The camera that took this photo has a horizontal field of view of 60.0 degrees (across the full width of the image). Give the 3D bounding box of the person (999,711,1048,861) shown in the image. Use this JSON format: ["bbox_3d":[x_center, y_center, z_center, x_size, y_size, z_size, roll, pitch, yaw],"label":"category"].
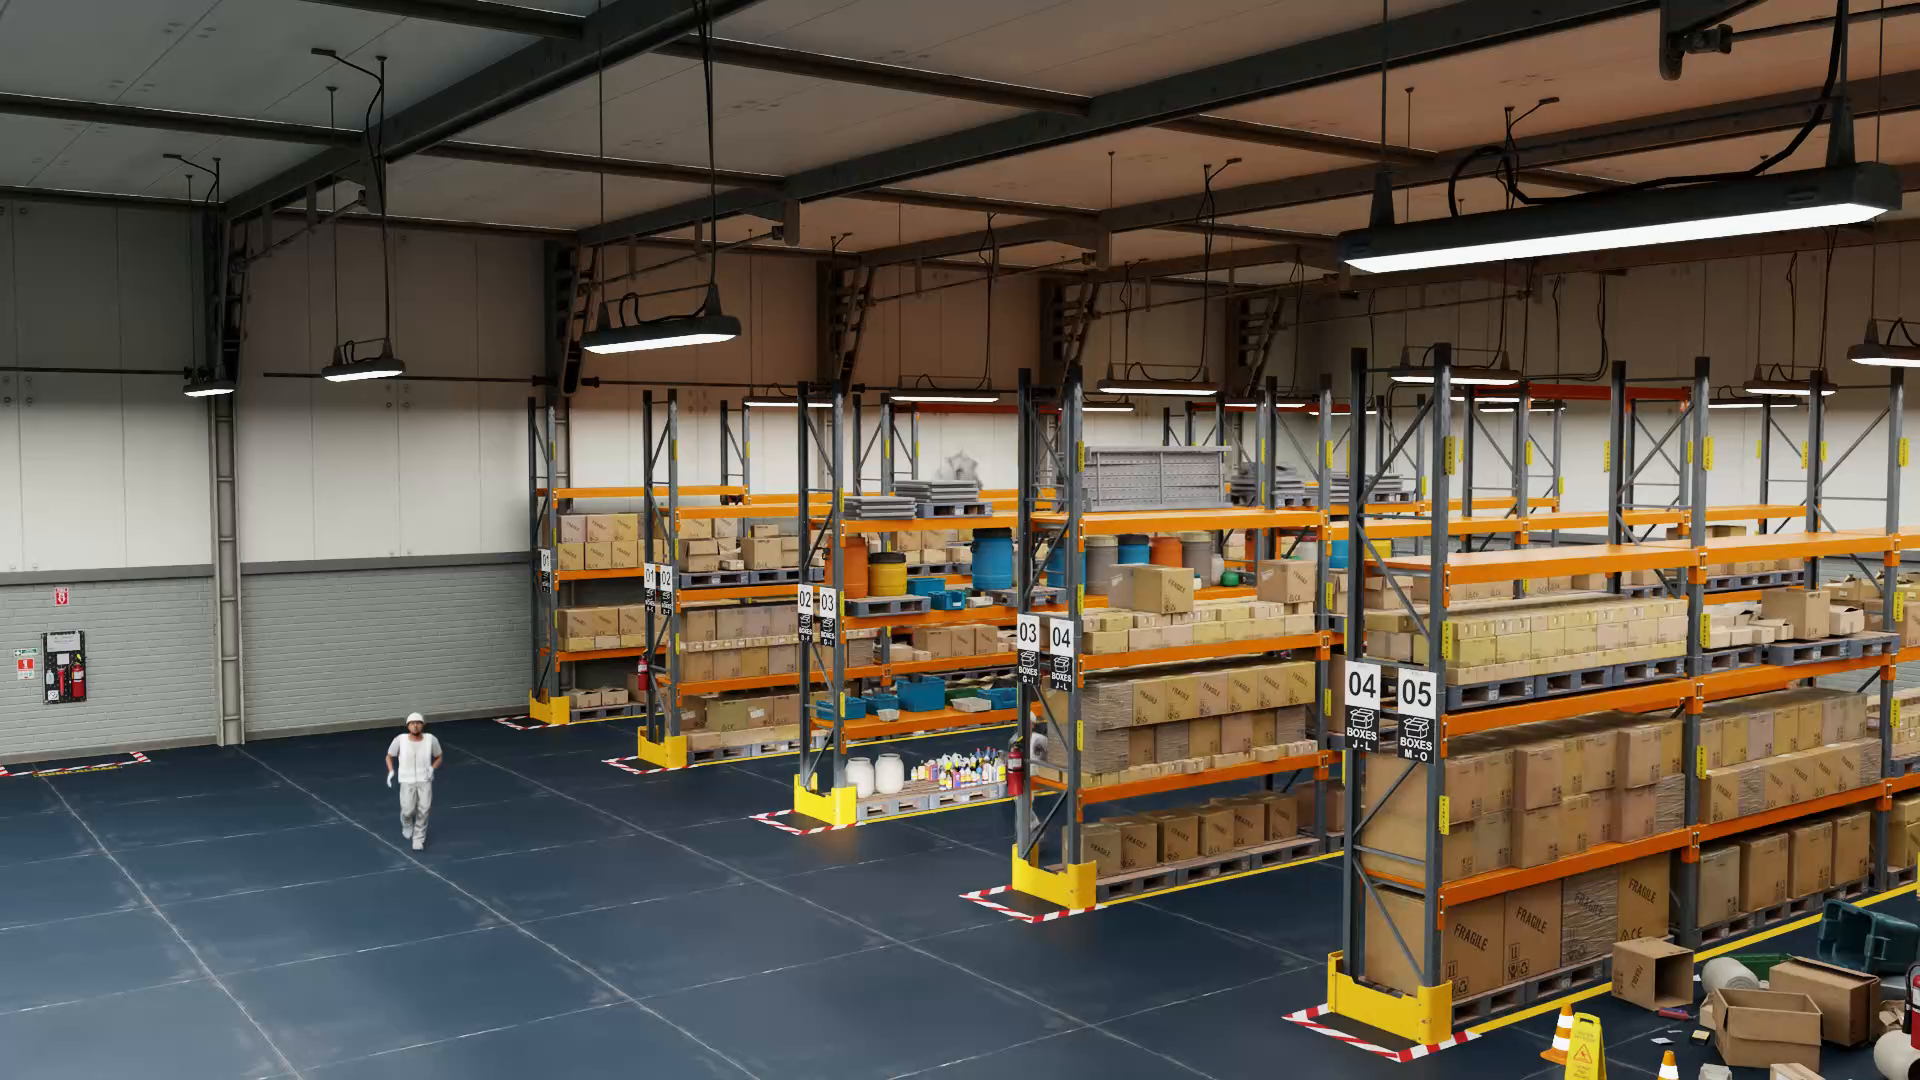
[{"bbox_3d":[0.823,3.041,20.694,0.743,1.842,0.633,-3,5,-43],"label":"person"}]

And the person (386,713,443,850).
[{"bbox_3d":[-6.892,3.055,21.055,0.687,1.734,0.596,-1,4,-21],"label":"person"}]

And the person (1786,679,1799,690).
[{"bbox_3d":[12.449,2.895,25.019,0.498,1.599,0.615,-3,4,-40],"label":"person"}]
